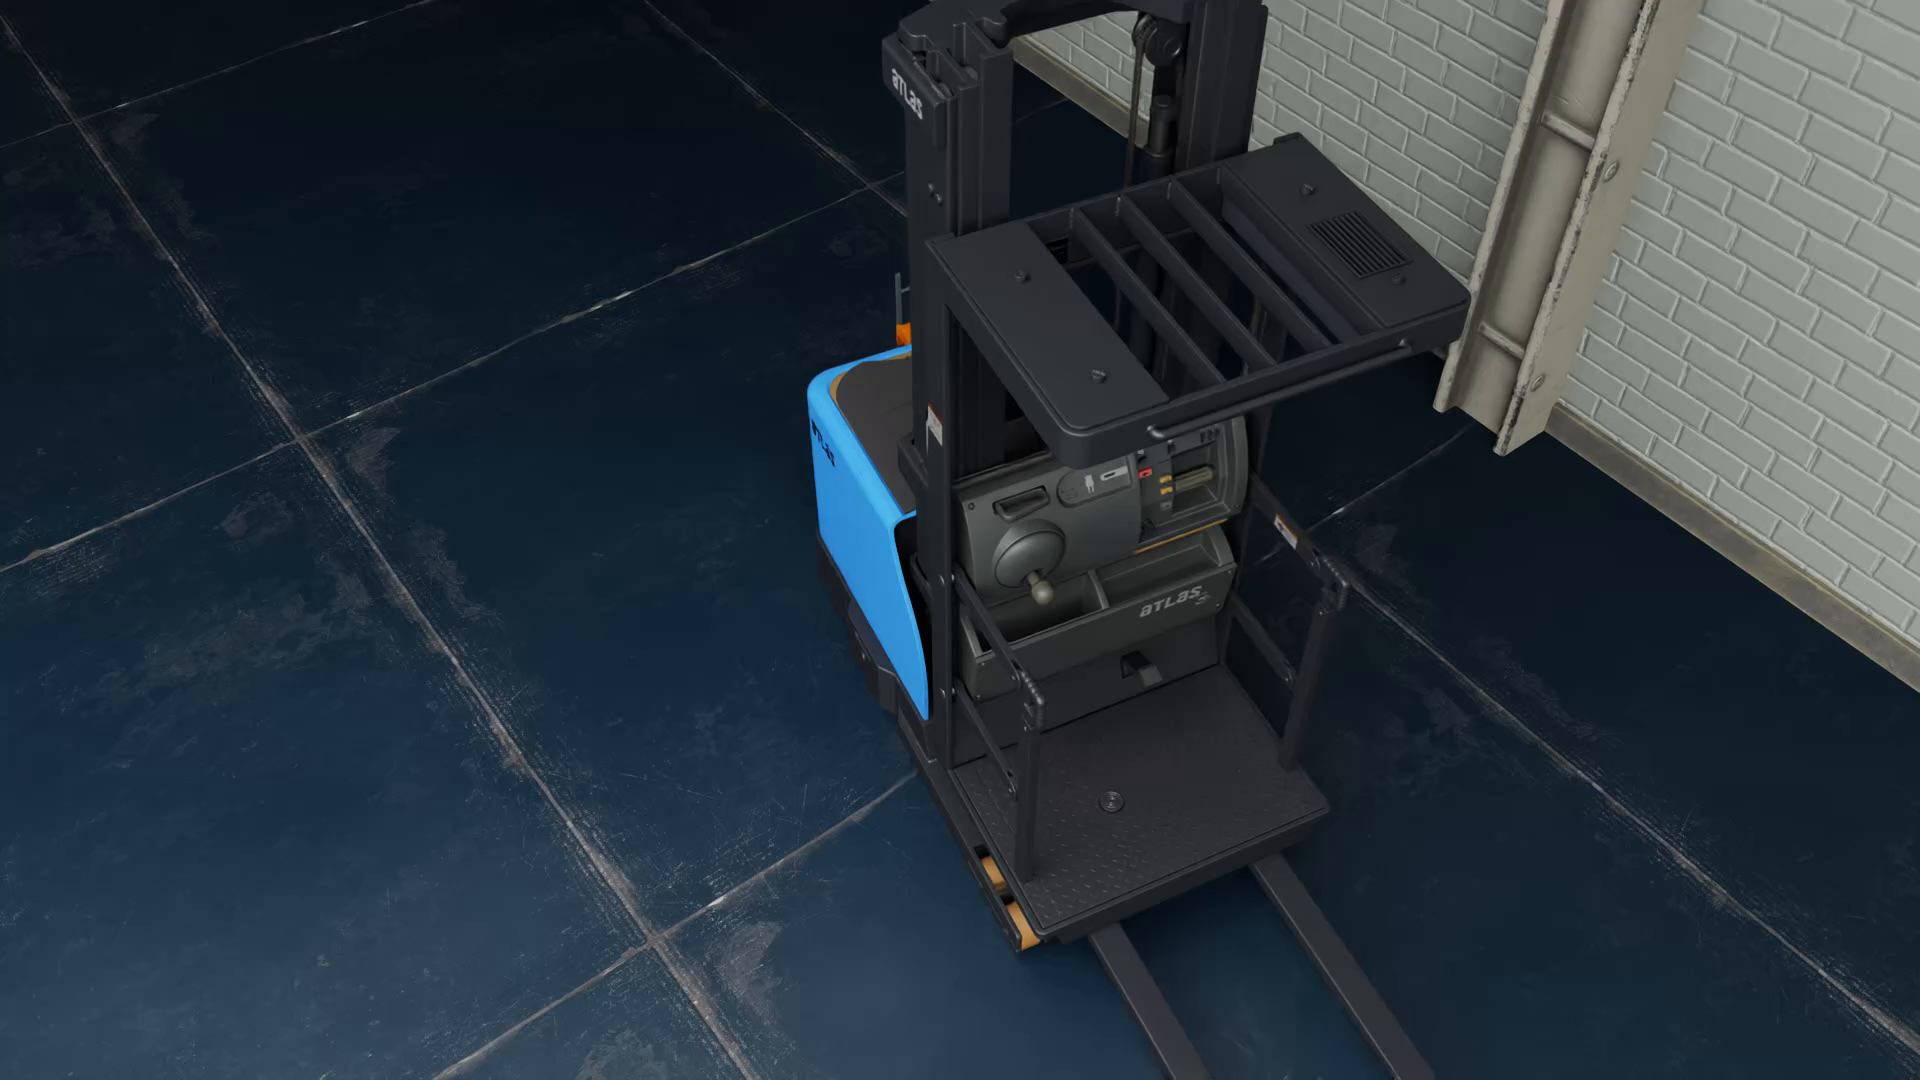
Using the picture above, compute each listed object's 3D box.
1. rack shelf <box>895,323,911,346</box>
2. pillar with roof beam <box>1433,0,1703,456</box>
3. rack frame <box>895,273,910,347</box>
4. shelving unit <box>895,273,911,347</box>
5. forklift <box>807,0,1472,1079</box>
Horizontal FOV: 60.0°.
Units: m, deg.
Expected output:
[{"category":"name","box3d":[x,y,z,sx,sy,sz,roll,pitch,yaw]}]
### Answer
[{"category":"rack shelf","box3d":[-0.086,-0.744,6.187,0.258,0.103,0.180,-19,51,-17]},{"category":"pillar with roof beam","box3d":[-1.119,-1.630,2.152,9.100,9.000,0.400,-29,54,-24]},{"category":"rack frame","box3d":[-0.125,-0.593,6.476,0.240,1.200,0.006,-19,51,-17]},{"category":"shelving unit","box3d":[-0.086,-0.532,6.421,0.258,1.200,0.189,-19,51,-17]},{"category":"forklift","box3d":[0.533,-0.007,4.776,1.130,2.935,3.031,-19,51,-17]}]
